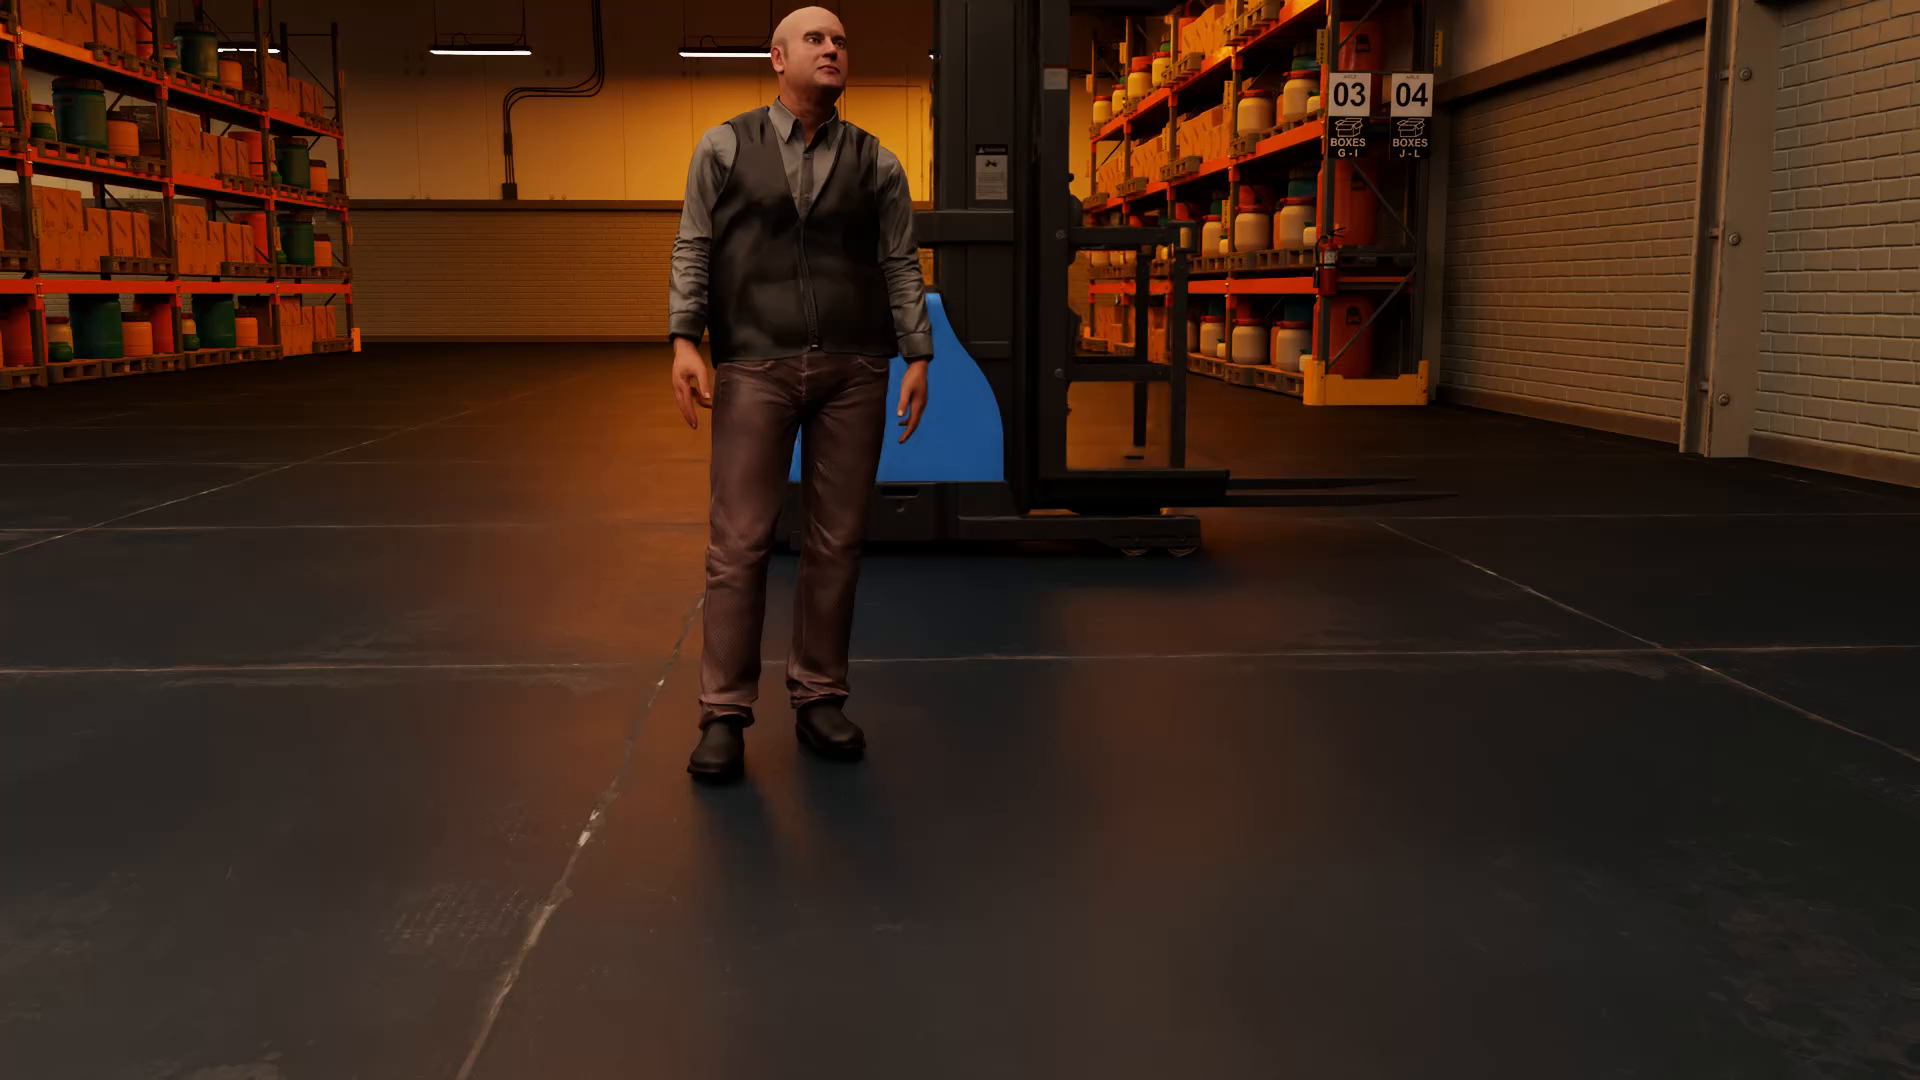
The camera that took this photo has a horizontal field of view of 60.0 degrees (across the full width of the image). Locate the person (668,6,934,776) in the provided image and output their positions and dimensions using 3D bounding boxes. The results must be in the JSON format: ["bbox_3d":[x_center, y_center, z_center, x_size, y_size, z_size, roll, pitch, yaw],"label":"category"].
[{"bbox_3d":[-0.357,-0.365,3.856,0.632,1.720,0.569,-2,9,-15],"label":"person"}]

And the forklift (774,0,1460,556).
[{"bbox_3d":[0.607,-1.461,7.173,3.031,2.935,1.130,0,8,-3],"label":"forklift"}]
